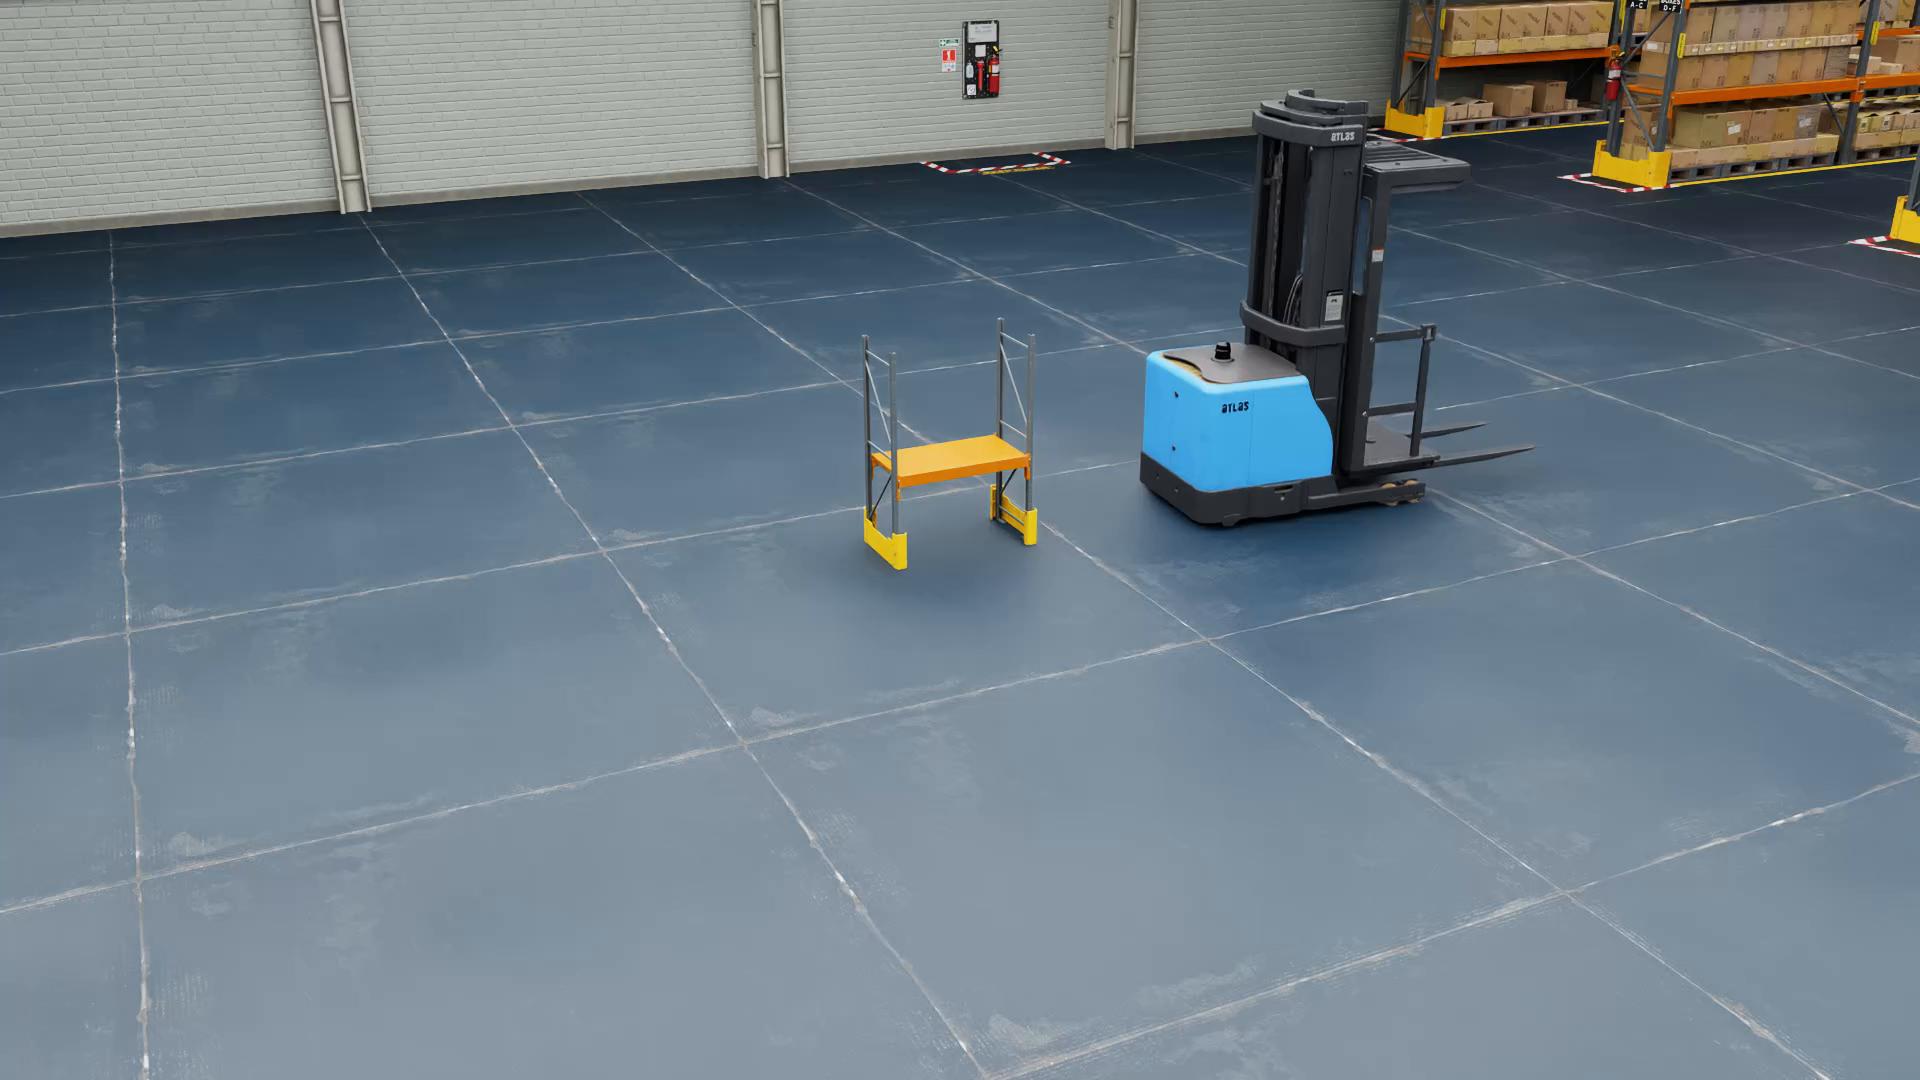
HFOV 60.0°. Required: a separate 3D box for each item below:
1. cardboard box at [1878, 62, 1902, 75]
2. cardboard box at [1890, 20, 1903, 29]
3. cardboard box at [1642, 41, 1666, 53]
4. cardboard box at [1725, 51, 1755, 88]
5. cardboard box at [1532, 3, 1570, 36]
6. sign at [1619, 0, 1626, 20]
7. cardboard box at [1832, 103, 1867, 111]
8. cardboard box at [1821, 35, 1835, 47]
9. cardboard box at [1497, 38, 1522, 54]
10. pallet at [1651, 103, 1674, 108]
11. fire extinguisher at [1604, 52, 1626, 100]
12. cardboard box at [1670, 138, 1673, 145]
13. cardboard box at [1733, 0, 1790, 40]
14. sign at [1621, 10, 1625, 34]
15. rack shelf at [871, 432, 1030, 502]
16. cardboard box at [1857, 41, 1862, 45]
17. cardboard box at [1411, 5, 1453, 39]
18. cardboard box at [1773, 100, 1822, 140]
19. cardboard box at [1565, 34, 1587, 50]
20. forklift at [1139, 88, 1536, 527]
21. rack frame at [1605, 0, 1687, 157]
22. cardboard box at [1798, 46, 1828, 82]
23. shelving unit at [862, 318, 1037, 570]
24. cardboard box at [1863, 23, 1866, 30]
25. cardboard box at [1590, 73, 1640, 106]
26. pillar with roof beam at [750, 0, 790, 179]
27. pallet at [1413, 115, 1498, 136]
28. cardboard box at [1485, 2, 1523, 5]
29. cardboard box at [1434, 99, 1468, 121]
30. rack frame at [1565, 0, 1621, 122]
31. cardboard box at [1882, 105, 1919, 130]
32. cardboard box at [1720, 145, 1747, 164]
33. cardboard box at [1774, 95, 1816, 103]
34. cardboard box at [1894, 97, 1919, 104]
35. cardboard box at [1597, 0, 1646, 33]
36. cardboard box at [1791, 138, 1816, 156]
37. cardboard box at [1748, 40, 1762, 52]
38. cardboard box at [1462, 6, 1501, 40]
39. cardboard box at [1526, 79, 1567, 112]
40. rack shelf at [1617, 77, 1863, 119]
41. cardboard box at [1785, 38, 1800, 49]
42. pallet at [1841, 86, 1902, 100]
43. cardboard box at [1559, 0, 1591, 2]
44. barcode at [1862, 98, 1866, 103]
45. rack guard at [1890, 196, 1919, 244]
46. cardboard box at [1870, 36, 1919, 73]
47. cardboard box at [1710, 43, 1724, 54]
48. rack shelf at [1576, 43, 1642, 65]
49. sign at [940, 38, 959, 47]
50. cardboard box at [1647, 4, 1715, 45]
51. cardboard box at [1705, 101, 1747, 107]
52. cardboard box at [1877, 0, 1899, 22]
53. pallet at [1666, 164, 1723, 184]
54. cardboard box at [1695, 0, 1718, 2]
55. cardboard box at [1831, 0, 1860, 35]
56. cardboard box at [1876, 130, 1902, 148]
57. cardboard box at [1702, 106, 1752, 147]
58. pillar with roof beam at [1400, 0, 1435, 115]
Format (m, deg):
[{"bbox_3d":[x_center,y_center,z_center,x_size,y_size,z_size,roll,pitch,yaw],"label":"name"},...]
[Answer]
[{"bbox_3d":[14.409,-7.340,25.888,0.250,0.149,0.380,-10,25,-24],"label":"cardboard box"},{"bbox_3d":[18.179,-10.102,32.536,0.250,0.149,0.380,-10,24,-23],"label":"cardboard box"},{"bbox_3d":[10.179,-7.191,24.221,0.250,0.149,0.380,-11,25,-25],"label":"cardboard box"},{"bbox_3d":[11.264,-7.004,24.618,0.500,0.500,0.700,-10,25,-23],"label":"cardboard box"},{"bbox_3d":[10.172,-9.023,28.815,0.500,0.500,0.500,-11,25,-25],"label":"cardboard box"},{"bbox_3d":[11.612,-9.300,29.164,0.005,0.325,0.100,-10,25,-24],"label":"sign"},{"bbox_3d":[14.228,-6.817,26.608,0.500,0.311,0.500,-10,24,-22],"label":"cardboard box"},{"bbox_3d":[12.911,-7.522,25.020,0.250,0.149,0.380,-11,25,-25],"label":"cardboard box"},{"bbox_3d":[9.266,-8.507,28.550,0.500,0.250,0.500,-11,25,-24],"label":"cardboard box"},{"bbox_3d":[13.171,-8.131,31.117,1.213,0.211,1.003,-10,25,-24],"label":"pallet"},{"bbox_3d":[9.609,-6.821,24.407,0.183,0.674,0.296,-10,25,-24],"label":"fire extinguisher"},{"bbox_3d":[10.718,-5.917,25.169,0.500,0.250,0.500,-10,25,-24],"label":"cardboard box"},{"bbox_3d":[11.768,-7.699,24.602,0.500,0.500,0.700,-10,25,-24],"label":"cardboard box"},{"bbox_3d":[9.694,-7.550,24.243,0.005,0.325,0.100,-10,25,-24],"label":"sign"},{"bbox_3d":[-0.077,-0.513,11.498,1.000,0.185,0.538,-10,25,-24],"label":"rack shelf"},{"bbox_3d":[18.049,-9.461,32.946,0.750,0.750,0.750,-10,25,-23],"label":"cardboard box"},{"bbox_3d":[8.098,-8.860,28.422,0.500,0.500,0.500,-11,25,-24],"label":"cardboard box"},{"bbox_3d":[12.743,-6.418,25.399,0.500,0.500,0.500,-10,25,-24],"label":"cardboard box"},{"bbox_3d":[10.622,-8.763,29.168,0.500,0.250,0.500,-10,25,-23],"label":"cardboard box"},{"bbox_3d":[2.939,-1.785,12.230,3.031,2.935,1.130,-8,24,-19],"label":"forklift"},{"bbox_3d":[9.917,-6.716,24.052,0.127,3.000,1.000,-10,25,-24],"label":"rack frame"},{"bbox_3d":[12.652,-7.260,25.236,0.500,0.500,0.700,-11,25,-24],"label":"cardboard box"},{"bbox_3d":[-0.069,-0.680,11.433,1.083,1.500,0.587,-10,25,-24],"label":"shelving unit"},{"bbox_3d":[17.465,-9.993,32.272,0.250,0.149,0.380,-10,25,-24],"label":"cardboard box"},{"bbox_3d":[12.026,-8.262,30.481,0.500,0.500,0.700,-10,24,-22],"label":"cardboard box"},{"bbox_3d":[-0.925,-8.134,19.636,0.400,9.000,9.100,-10,25,-24],"label":"pillar with roof beam"},{"bbox_3d":[8.581,-7.269,29.035,1.213,0.211,1.003,-10,25,-24],"label":"pallet"},{"bbox_3d":[9.474,-9.111,29.028,0.500,0.500,0.500,-10,25,-23],"label":"cardboard box"},{"bbox_3d":[8.428,-7.467,28.808,0.500,0.311,0.500,-14,26,-30],"label":"cardboard box"},{"bbox_3d":[11.370,-9.086,29.778,0.127,3.000,1.000,-10,25,-24],"label":"rack frame"},{"bbox_3d":[14.921,-6.712,26.357,0.500,0.311,0.500,-11,25,-25],"label":"cardboard box"},{"bbox_3d":[11.397,-5.819,24.931,0.500,0.250,0.500,-10,25,-24],"label":"cardboard box"},{"bbox_3d":[12.968,-6.680,26.032,0.500,0.500,0.500,-10,25,-24],"label":"cardboard box"},{"bbox_3d":[15.596,-7.066,27.211,0.500,0.311,0.500,-11,25,-25],"label":"cardboard box"},{"bbox_3d":[11.843,-9.408,29.850,0.500,0.500,0.700,-10,25,-23],"label":"cardboard box"},{"bbox_3d":[12.744,-6.071,25.541,0.500,0.250,0.500,-10,25,-24],"label":"cardboard box"},{"bbox_3d":[11.524,-7.267,24.405,0.250,0.149,0.380,-11,25,-24],"label":"cardboard box"},{"bbox_3d":[8.776,-8.763,28.187,0.500,0.500,0.500,-10,25,-23],"label":"cardboard box"},{"bbox_3d":[10.452,-7.948,29.723,0.500,0.500,0.500,-12,26,-28],"label":"cardboard box"},{"bbox_3d":[11.719,-6.715,24.991,4.000,0.370,1.077,-10,25,-24],"label":"rack shelf"},{"bbox_3d":[12.225,-7.396,24.717,0.250,0.149,0.380,-10,24,-22],"label":"cardboard box"},{"bbox_3d":[17.916,-8.971,33.145,1.213,0.211,1.003,-10,25,-24],"label":"pallet"},{"bbox_3d":[10.856,-9.366,29.645,0.500,0.500,0.500,-11,25,-25],"label":"cardboard box"},{"bbox_3d":[13.932,-6.770,25.621,0.075,0.075,0.001,-10,25,-24],"label":"barcode"},{"bbox_3d":[12.110,-3.882,20.475,0.348,0.500,1.175,-10,25,-24],"label":"rack guard"},{"bbox_3d":[14.695,-7.635,26.141,0.500,0.500,0.500,-9,24,-20],"label":"cardboard box"},{"bbox_3d":[10.826,-7.138,24.094,0.250,0.149,0.380,-10,25,-23],"label":"cardboard box"},{"bbox_3d":[13.172,-9.085,30.717,4.000,0.370,1.077,-10,25,-24],"label":"rack shelf"},{"bbox_3d":[-0.164,-7.647,25.563,0.331,0.109,0.001,-10,25,-24],"label":"sign"},{"bbox_3d":[10.391,-7.443,23.983,0.500,0.500,0.700,-10,25,-23],"label":"cardboard box"},{"bbox_3d":[11.617,-6.431,25.429,0.500,0.500,0.500,-10,25,-24],"label":"cardboard box"},{"bbox_3d":[17.816,-10.354,32.296,0.500,0.500,0.500,-10,25,-23],"label":"cardboard box"},{"bbox_3d":[10.588,-5.569,24.927,1.213,0.211,1.003,-10,25,-24],"label":"pallet"},{"bbox_3d":[13.442,-9.703,30.563,0.500,0.500,0.700,-10,25,-24],"label":"cardboard box"},{"bbox_3d":[13.124,-7.949,25.205,0.500,0.500,0.700,-10,25,-23],"label":"cardboard box"},{"bbox_3d":[14.454,-6.369,26.260,0.500,0.250,0.500,-10,24,-22],"label":"cardboard box"},{"bbox_3d":[11.392,-6.169,24.797,0.500,0.500,0.500,-10,25,-24],"label":"cardboard box"},{"bbox_3d":[9.888,-10.125,24.444,0.400,9.000,9.100,-10,25,-24],"label":"pillar with roof beam"}]
